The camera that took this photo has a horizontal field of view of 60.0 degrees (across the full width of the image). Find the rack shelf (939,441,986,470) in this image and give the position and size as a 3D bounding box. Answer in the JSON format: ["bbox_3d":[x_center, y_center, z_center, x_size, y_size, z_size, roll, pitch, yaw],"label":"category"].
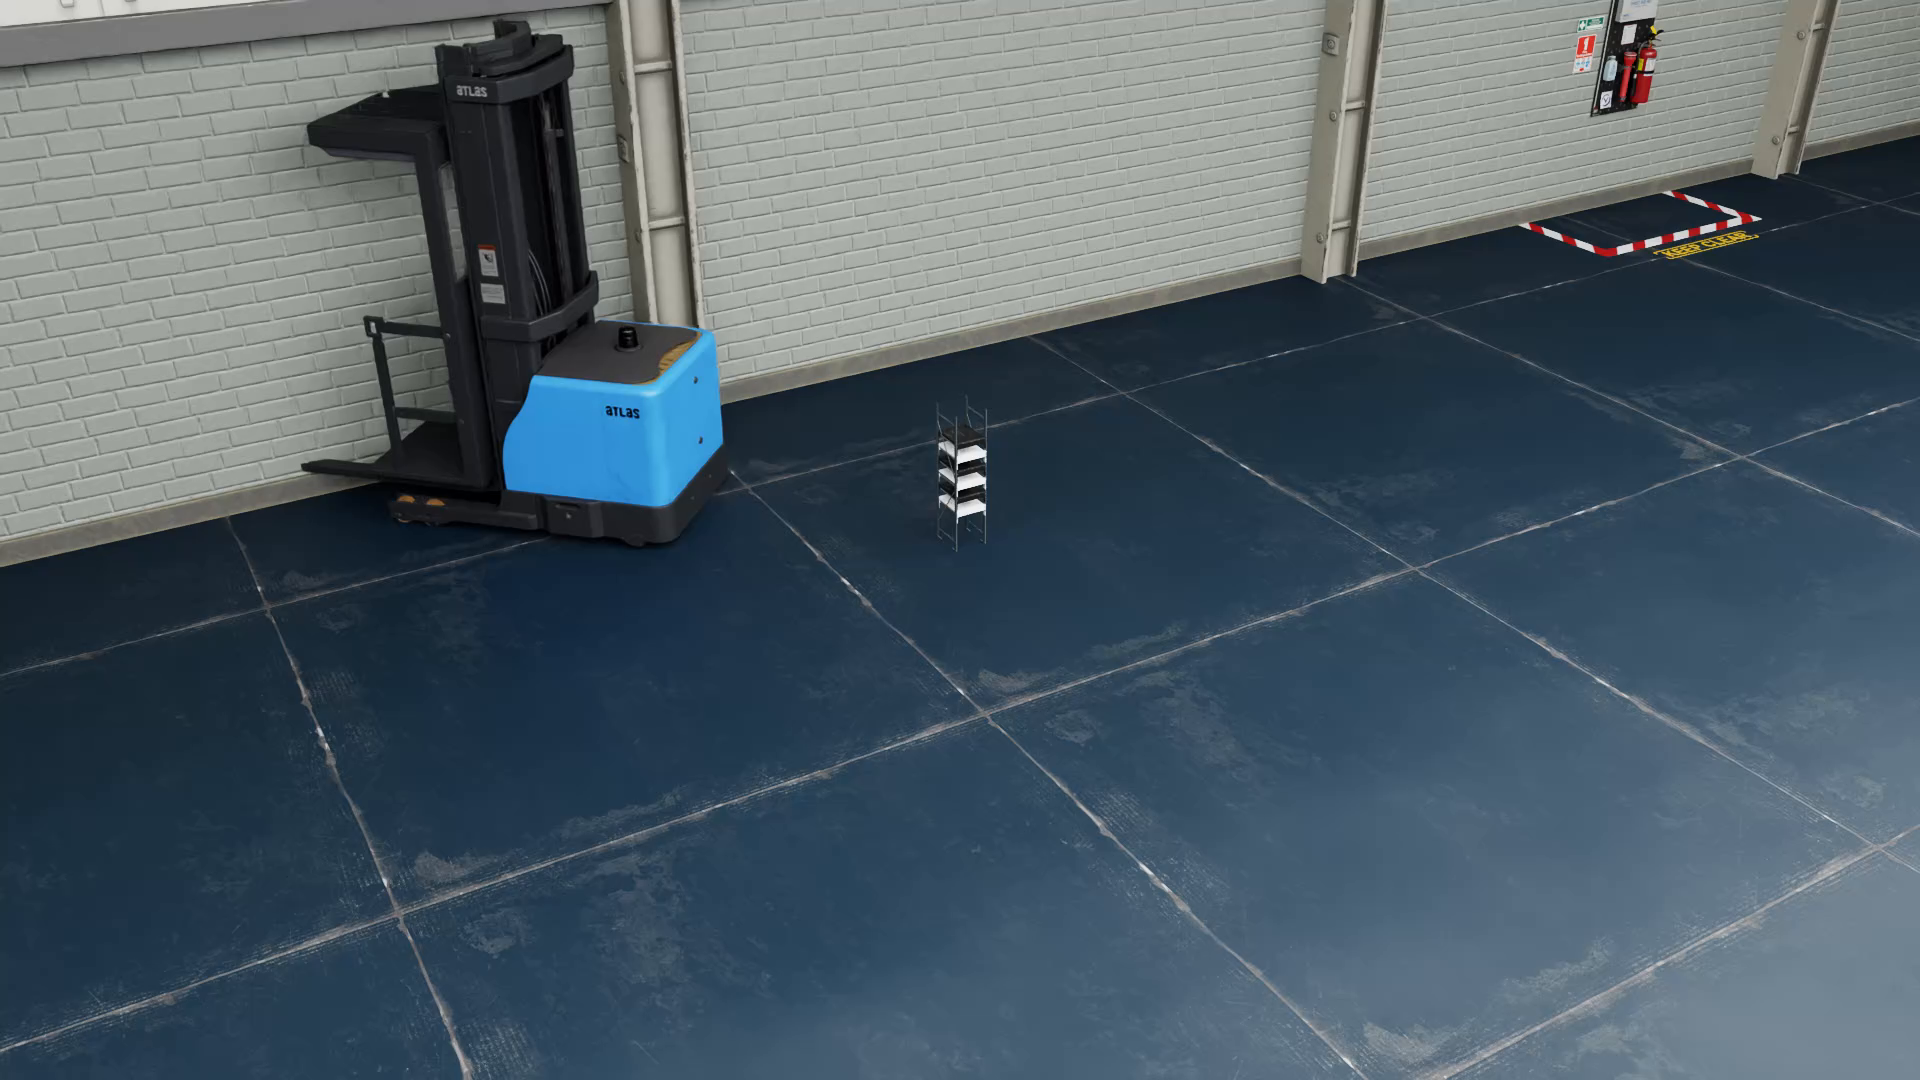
[{"bbox_3d":[0.007,-0.524,9.965,0.200,0.077,0.258,-16,33,-26],"label":"rack shelf"}]

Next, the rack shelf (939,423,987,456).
[{"bbox_3d":[0.007,-0.603,9.922,0.200,0.077,0.258,-16,33,-26],"label":"rack shelf"}]

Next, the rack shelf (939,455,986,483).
[{"bbox_3d":[0.007,-0.446,10.009,0.200,0.077,0.258,-16,33,-26],"label":"rack shelf"}]

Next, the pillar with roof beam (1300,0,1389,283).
[{"bbox_3d":[5.366,-4.452,9.005,0.400,9.000,9.100,-16,33,-26],"label":"pillar with roof beam"}]

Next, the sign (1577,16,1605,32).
[{"bbox_3d":[5.688,-4.652,14.989,0.331,0.109,0.001,-16,33,-26],"label":"sign"}]

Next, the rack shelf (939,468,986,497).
[{"bbox_3d":[0.007,-0.367,10.052,0.200,0.077,0.258,-16,33,-26],"label":"rack shelf"}]

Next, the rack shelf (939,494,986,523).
[{"bbox_3d":[0.007,-0.209,10.139,0.200,0.077,0.258,-16,33,-26],"label":"rack shelf"}]

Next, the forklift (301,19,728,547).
[{"bbox_3d":[-3.090,-1.611,10.135,3.031,2.935,1.130,7,30,12],"label":"forklift"}]

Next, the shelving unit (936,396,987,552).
[{"bbox_3d":[0.007,-0.396,10.036,0.210,0.900,0.258,-16,33,-26],"label":"shelving unit"}]

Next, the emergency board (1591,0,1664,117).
[{"bbox_3d":[6.208,-4.499,15.298,0.643,1.169,0.194,-16,33,-26],"label":"emergency board"}]

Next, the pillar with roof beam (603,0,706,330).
[{"bbox_3d":[0.193,-2.984,6.343,0.400,9.000,9.100,-16,33,-26],"label":"pillar with roof beam"}]

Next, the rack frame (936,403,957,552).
[{"bbox_3d":[-0.081,-0.371,9.991,0.006,0.900,0.240,-16,33,-26],"label":"rack frame"}]

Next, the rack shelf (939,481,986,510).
[{"bbox_3d":[0.007,-0.288,10.096,0.200,0.077,0.258,-16,33,-26],"label":"rack shelf"}]

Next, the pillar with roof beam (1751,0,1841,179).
[{"bbox_3d":[10.539,-5.921,11.666,0.400,9.000,9.100,-16,33,-26],"label":"pillar with roof beam"}]

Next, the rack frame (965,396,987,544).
[{"bbox_3d":[0.095,-0.421,10.081,0.006,0.900,0.240,-16,33,-26],"label":"rack frame"}]

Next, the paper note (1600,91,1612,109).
[{"bbox_3d":[6.021,-4.099,15.484,0.142,0.148,0.016,-16,33,-26],"label":"paper note"}]

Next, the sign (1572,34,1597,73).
[{"bbox_3d":[5.679,-4.422,15.122,0.234,0.329,0.001,-16,33,-26],"label":"sign"}]
